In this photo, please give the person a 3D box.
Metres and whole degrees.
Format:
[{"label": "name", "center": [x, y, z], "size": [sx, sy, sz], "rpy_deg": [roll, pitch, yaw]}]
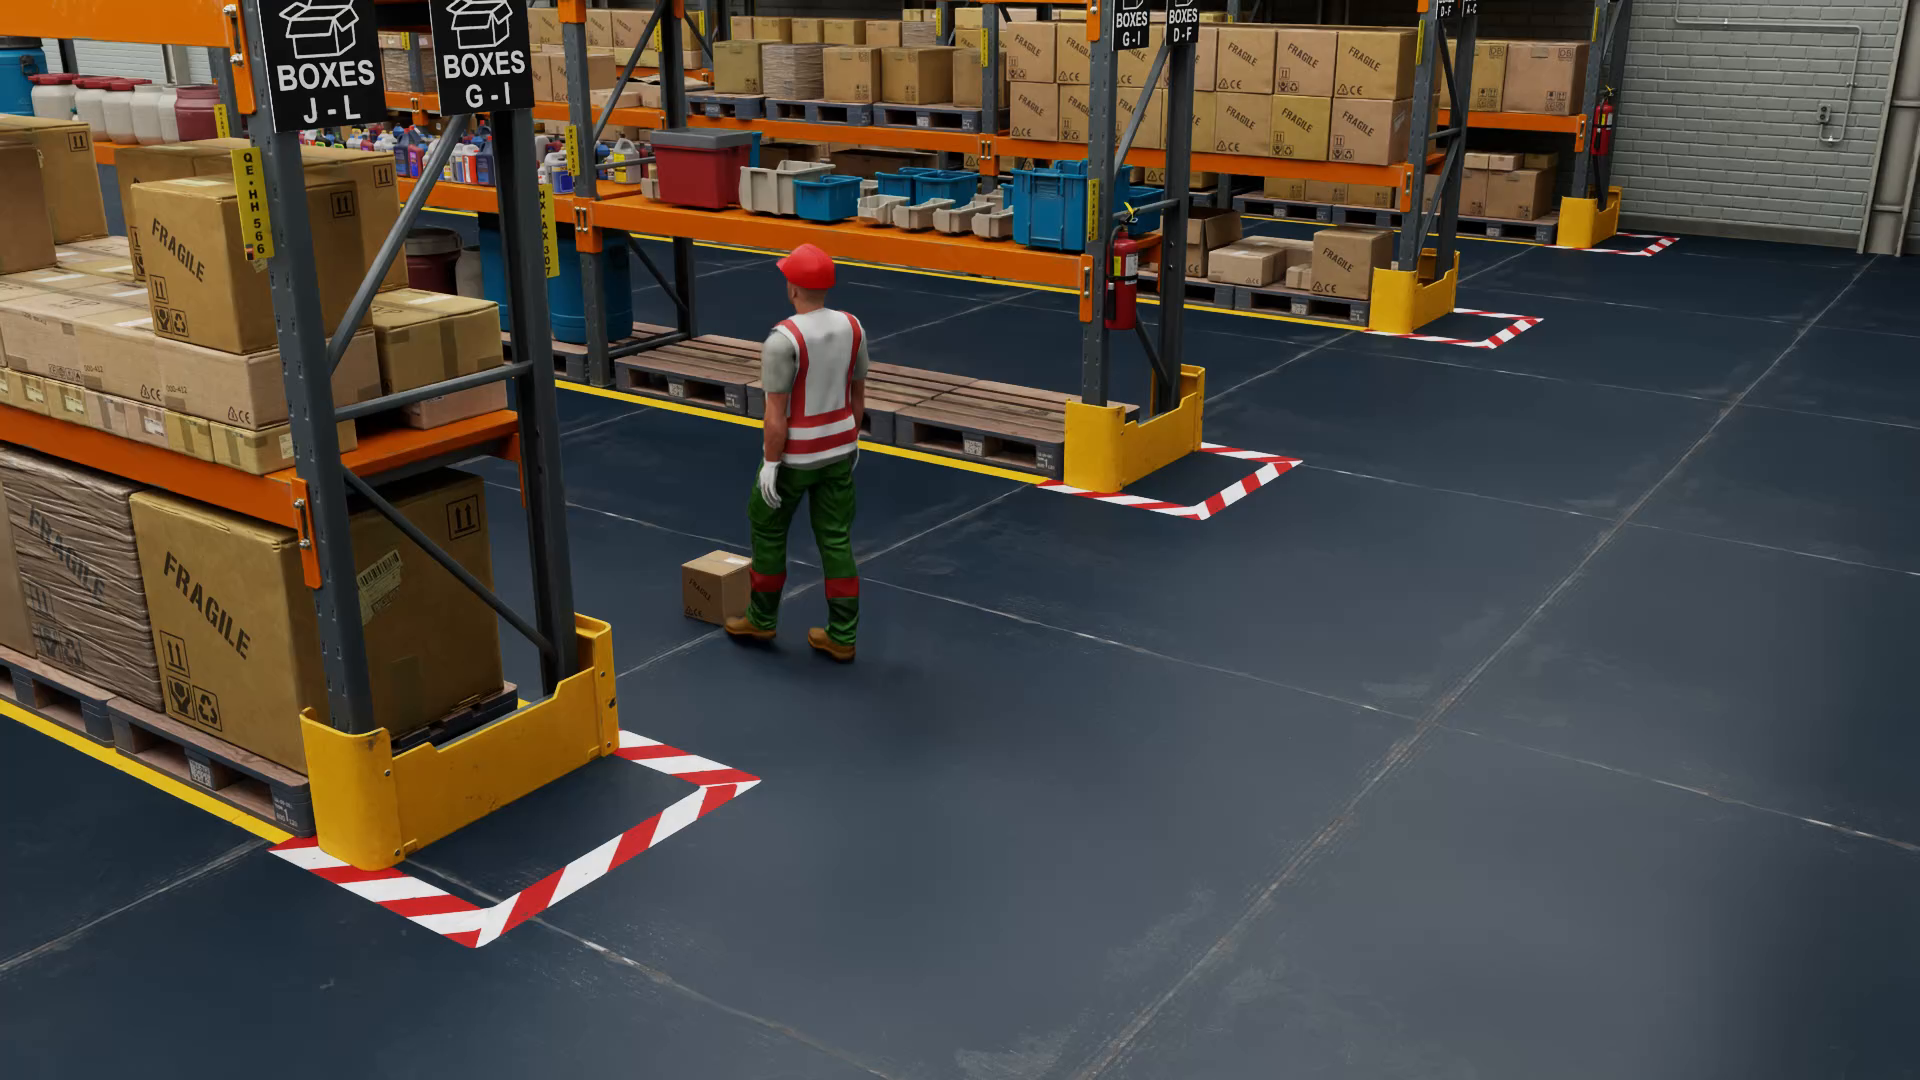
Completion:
[{"label": "person", "center": [-0.713, -0.396, 7.101], "size": [0.555, 1.781, 0.664], "rpy_deg": [-15, 24, -36]}]
